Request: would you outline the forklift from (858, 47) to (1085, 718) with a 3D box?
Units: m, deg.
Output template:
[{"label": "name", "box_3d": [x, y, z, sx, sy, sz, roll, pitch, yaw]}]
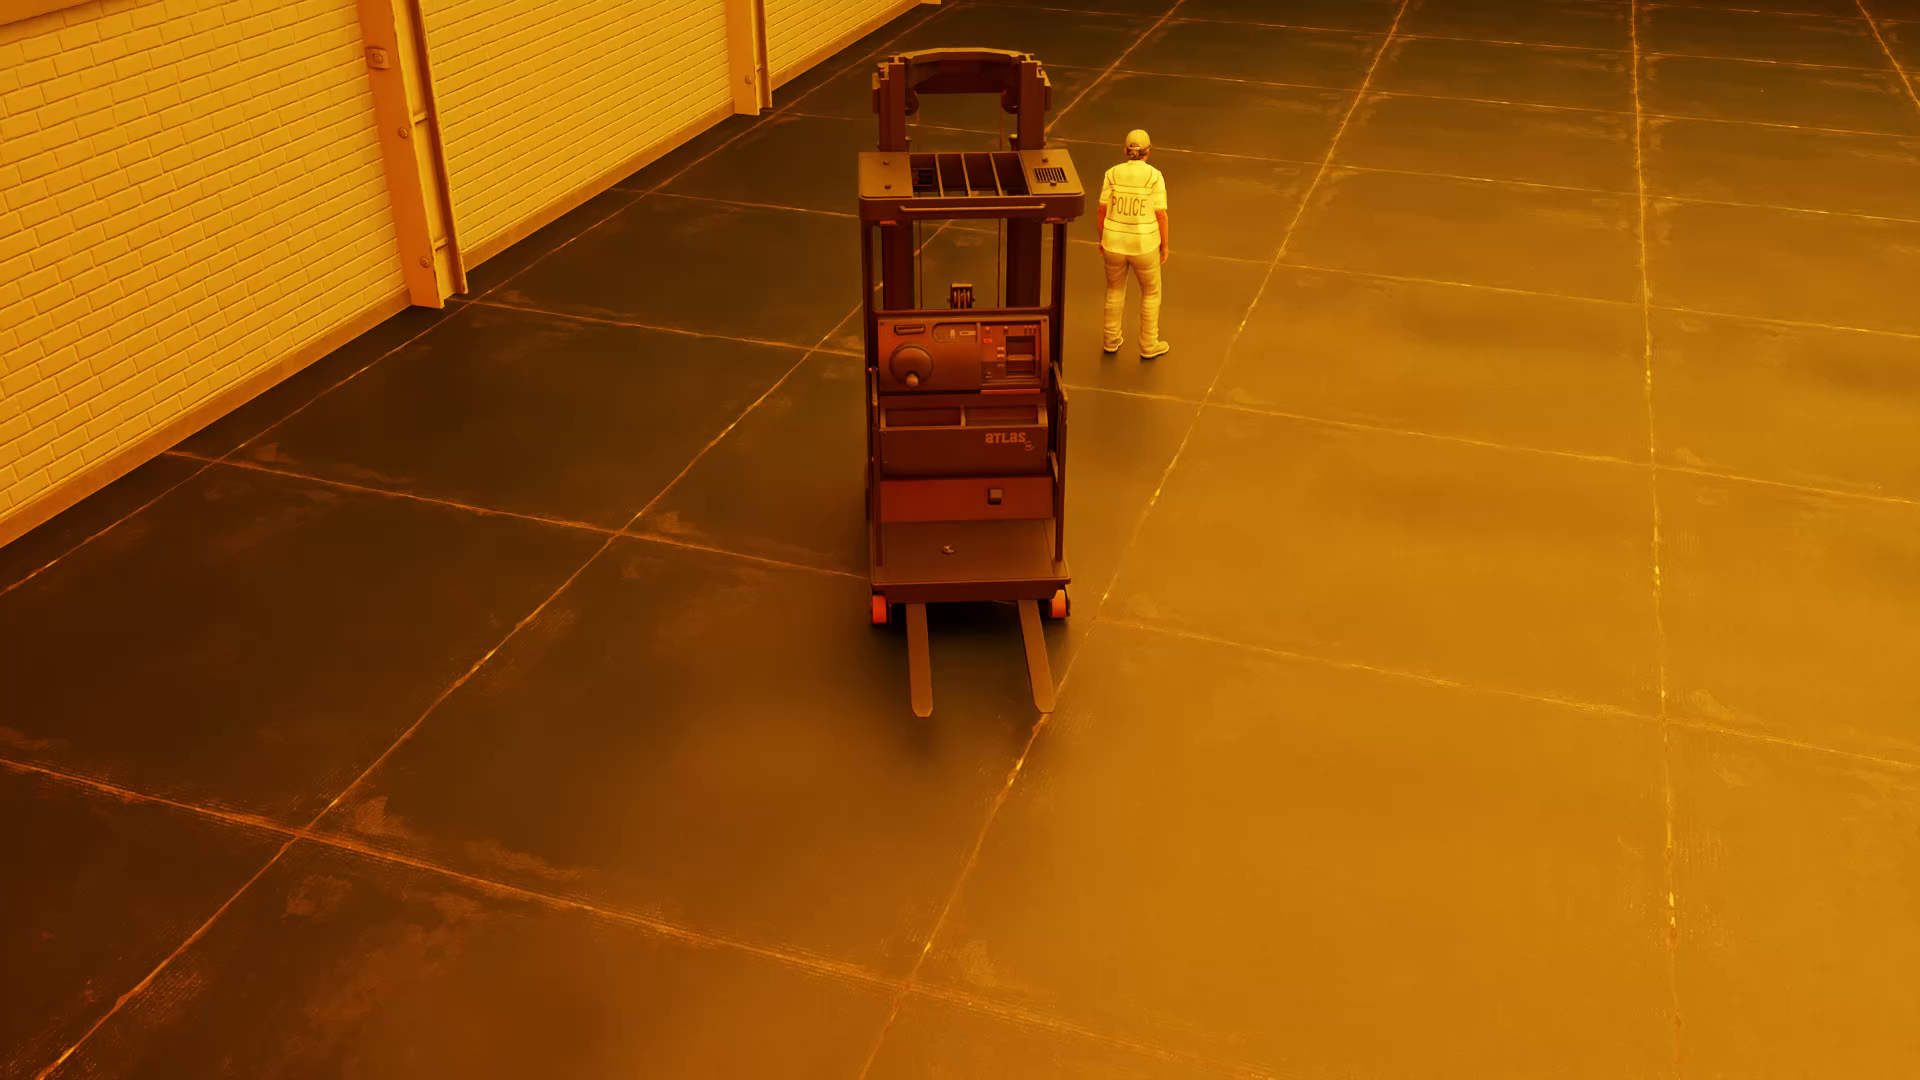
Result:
[{"label": "forklift", "box_3d": [0.035, -0.972, 8.842, 1.130, 2.935, 3.031, -2, 30, -3]}]

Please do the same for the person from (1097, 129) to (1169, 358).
[{"label": "person", "box_3d": [1.292, -2.170, 12.222, 0.554, 1.666, 0.469, 11, 32, 19]}]
